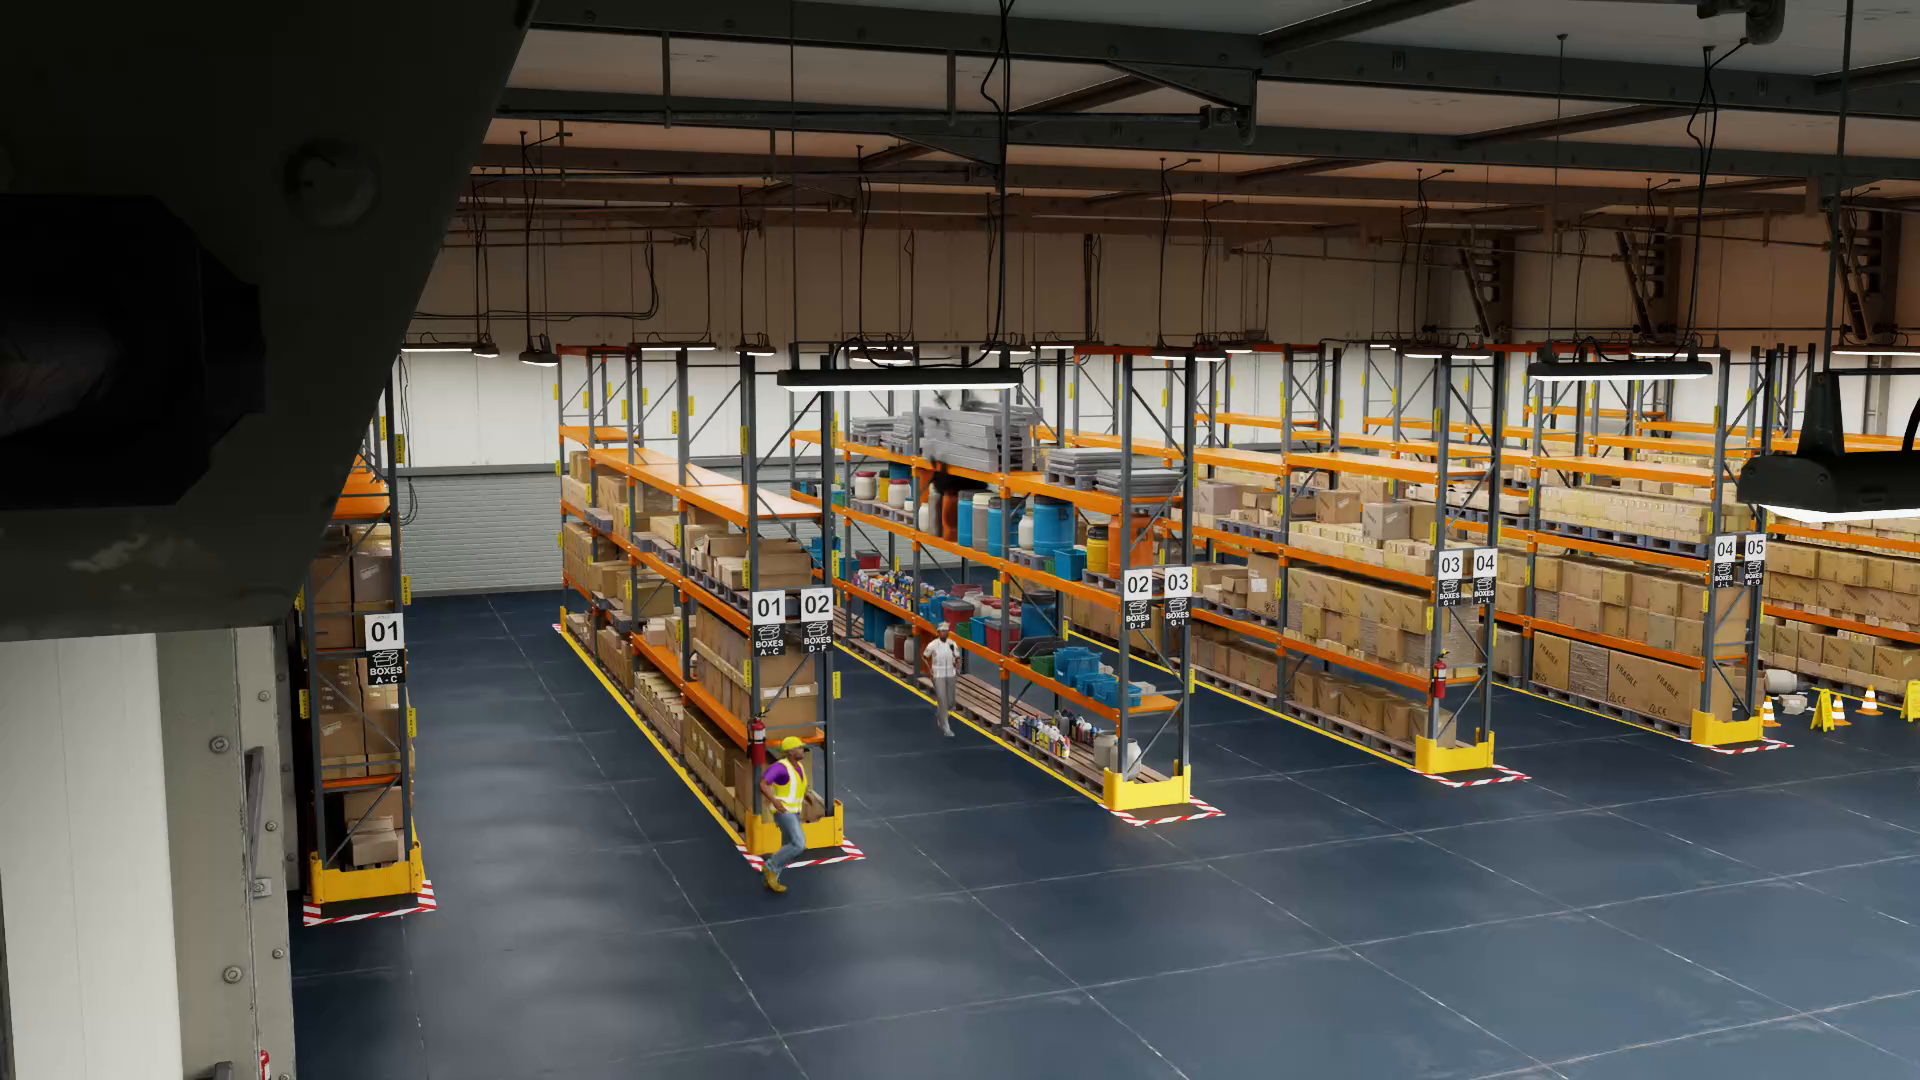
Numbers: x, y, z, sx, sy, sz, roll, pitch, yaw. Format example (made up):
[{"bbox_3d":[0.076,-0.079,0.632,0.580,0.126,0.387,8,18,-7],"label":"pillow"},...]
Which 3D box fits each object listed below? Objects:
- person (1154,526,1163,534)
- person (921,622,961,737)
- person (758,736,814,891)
[{"bbox_3d":[4.836,0.339,40.849,0.582,1.644,0.621,7,10,42],"label":"person"},{"bbox_3d":[-0.250,2.056,24.891,0.588,1.695,0.770,-3,8,-23],"label":"person"},{"bbox_3d":[-1.934,3.100,18.934,0.536,1.716,0.727,2,8,17],"label":"person"}]
